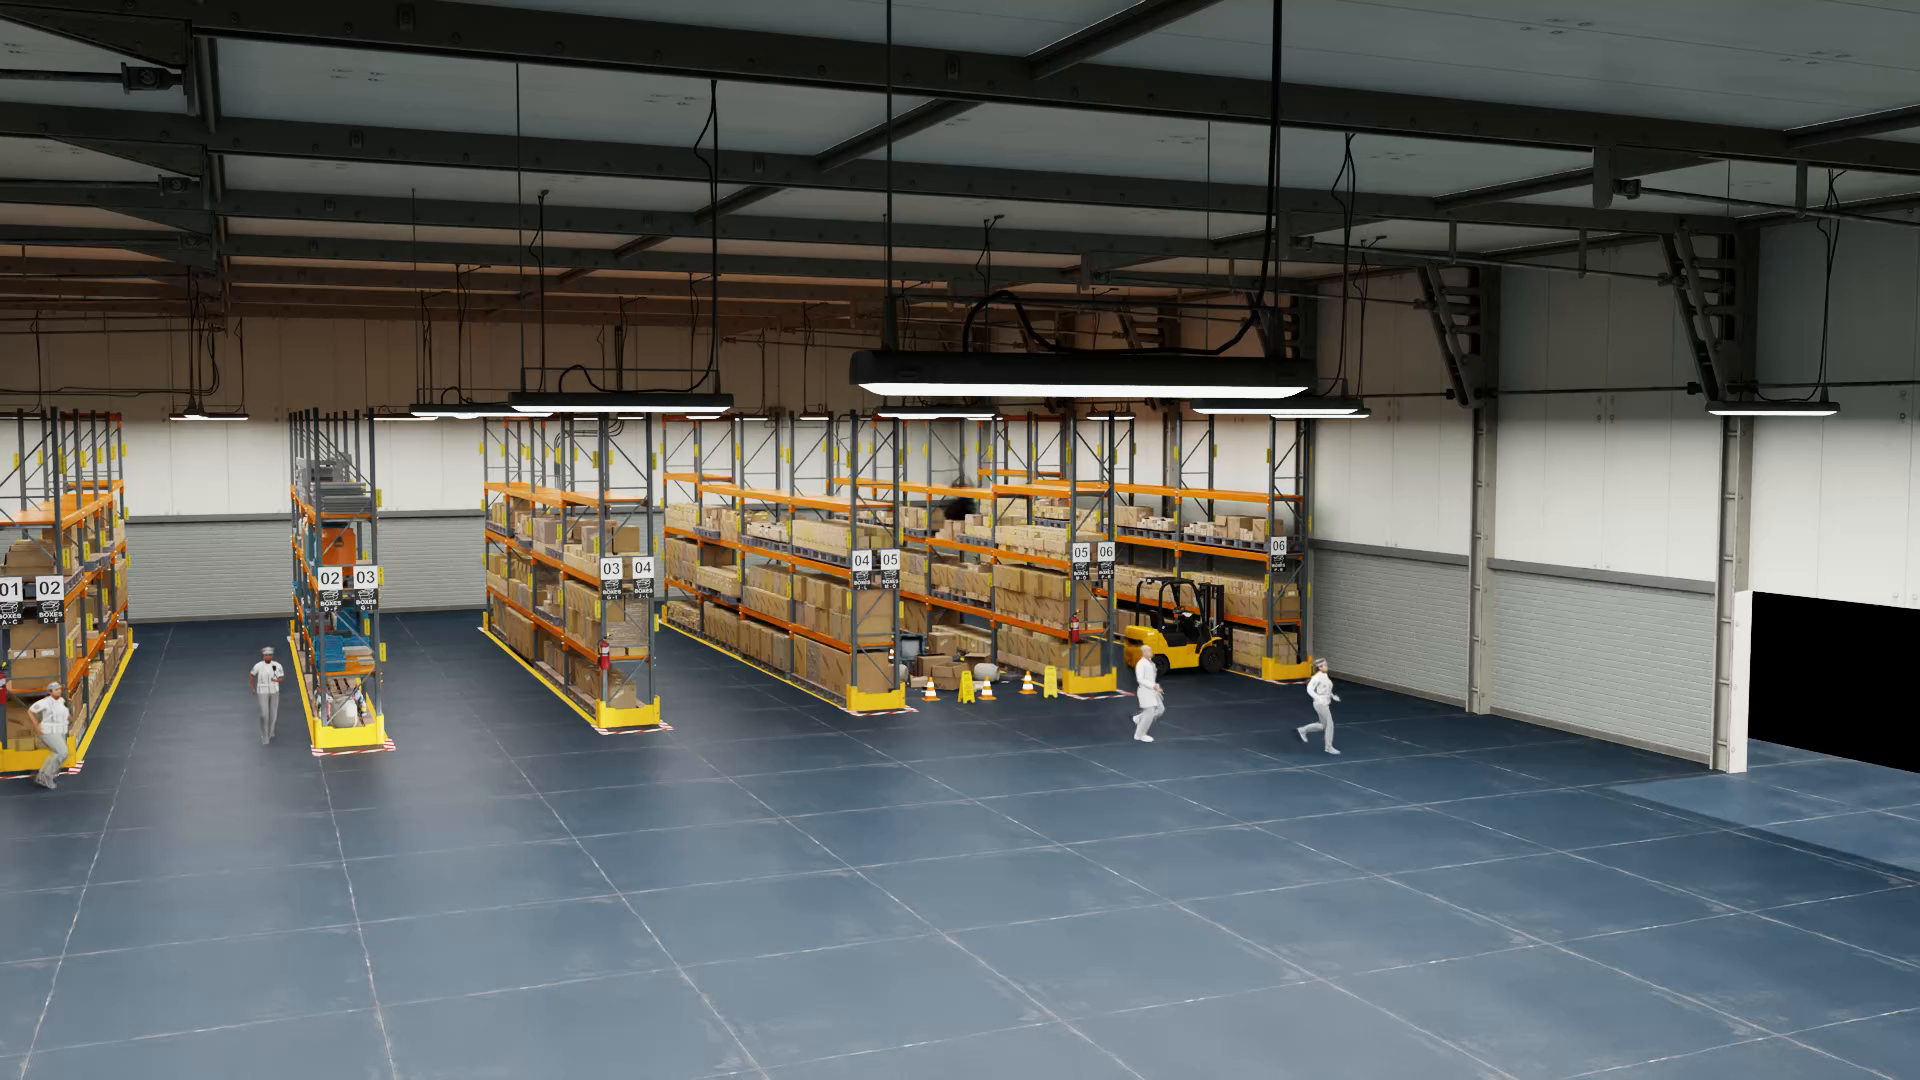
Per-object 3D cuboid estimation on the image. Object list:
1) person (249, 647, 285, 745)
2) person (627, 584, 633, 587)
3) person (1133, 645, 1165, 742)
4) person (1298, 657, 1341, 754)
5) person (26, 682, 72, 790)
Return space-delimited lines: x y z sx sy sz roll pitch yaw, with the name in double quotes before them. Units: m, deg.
"person" -12.428 2.788 29.868 0.543 1.758 0.762 -2 5 -32
"person" -9.569 1.558 47.155 0.701 1.766 0.889 0 4 6
"person" 3.405 2.758 30.019 0.629 1.743 0.714 2 4 26
"person" 6.263 2.873 28.955 0.759 1.687 0.618 2 4 26
"person" -14.284 3.067 26.205 0.648 1.660 0.586 0 4 6
